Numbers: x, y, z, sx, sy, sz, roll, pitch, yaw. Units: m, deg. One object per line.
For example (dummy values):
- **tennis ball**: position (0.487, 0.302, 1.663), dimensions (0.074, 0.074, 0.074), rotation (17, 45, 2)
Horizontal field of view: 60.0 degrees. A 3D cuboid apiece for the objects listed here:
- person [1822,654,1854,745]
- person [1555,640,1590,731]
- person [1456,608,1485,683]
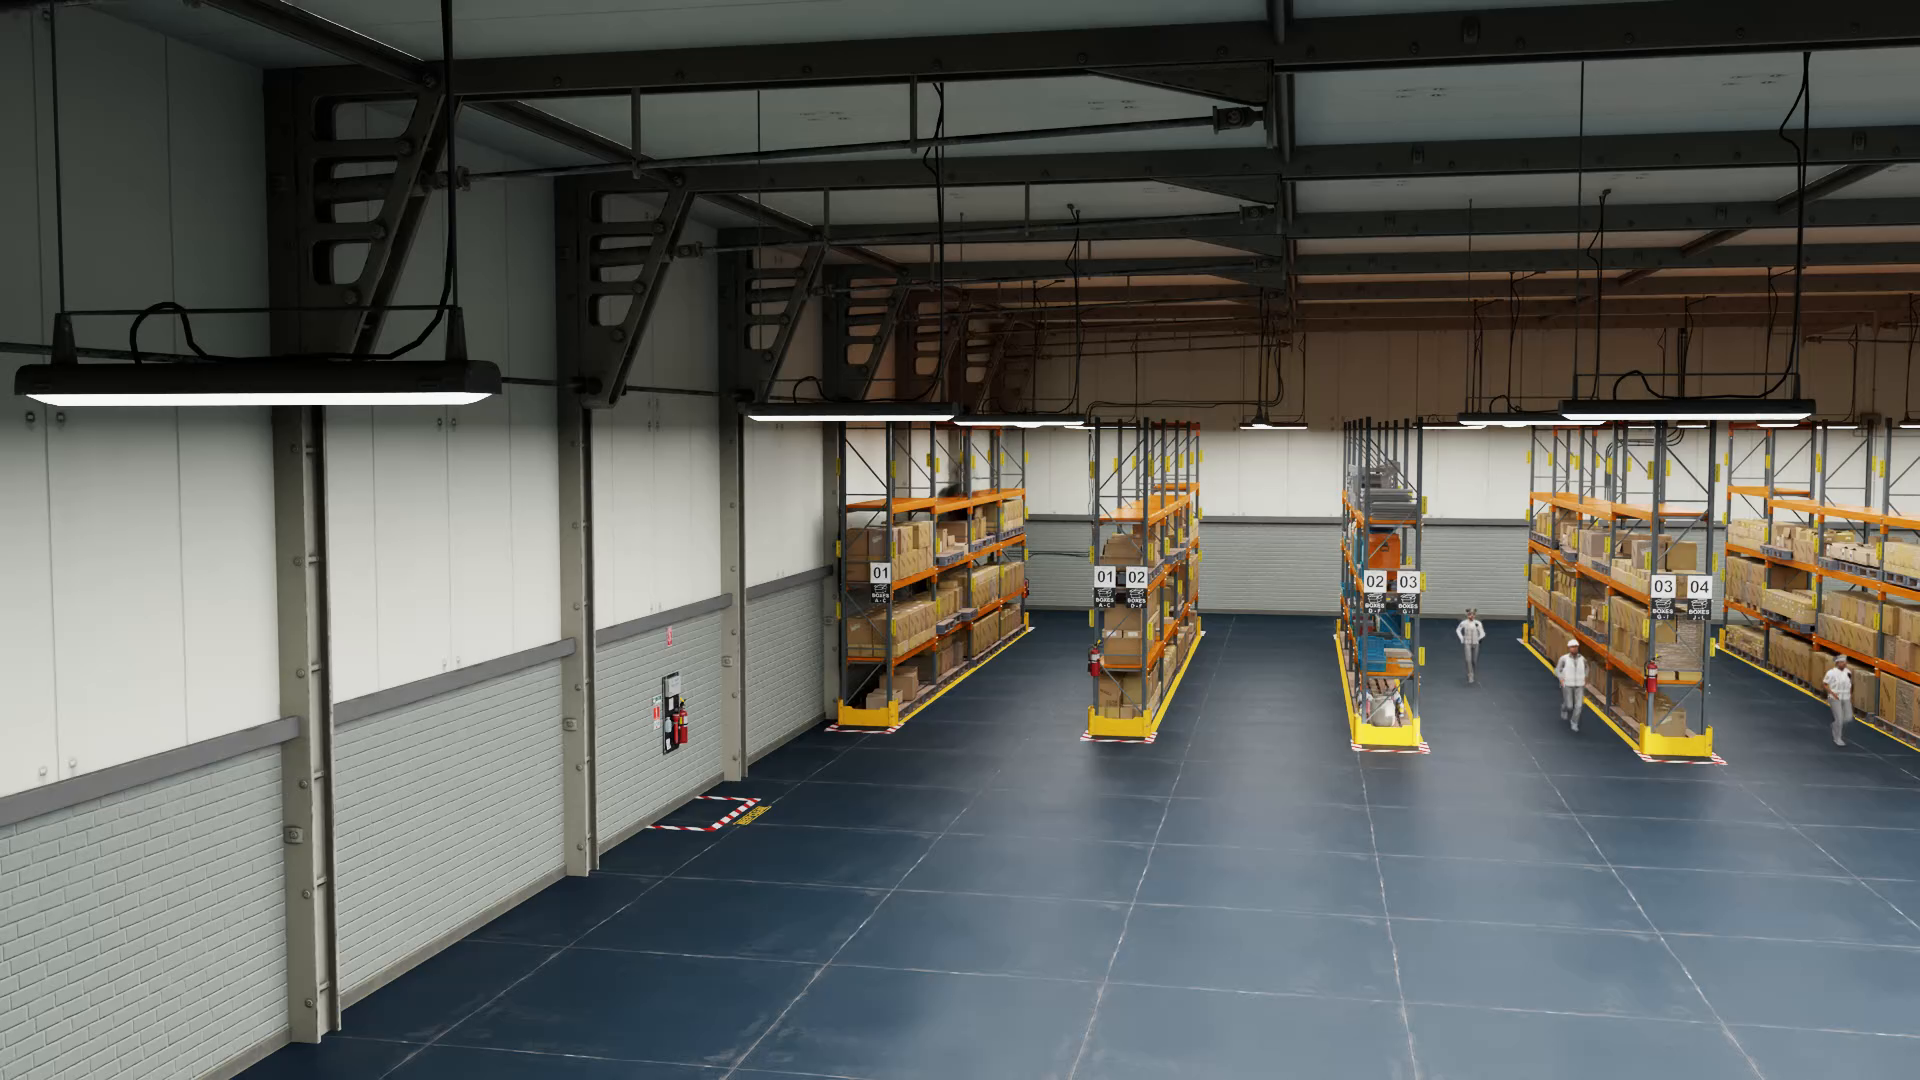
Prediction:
- **person**: position (16.137, 2.914, 30.556), dimensions (0.582, 1.668, 0.546), rotation (0, 4, 0)
- **person**: position (11.813, 2.784, 32.057), dimensions (0.670, 1.735, 0.660), rotation (0, 4, 6)
- **person**: position (11.722, 2.392, 38.141), dimensions (0.627, 1.683, 0.884), rotation (1, 4, 10)
